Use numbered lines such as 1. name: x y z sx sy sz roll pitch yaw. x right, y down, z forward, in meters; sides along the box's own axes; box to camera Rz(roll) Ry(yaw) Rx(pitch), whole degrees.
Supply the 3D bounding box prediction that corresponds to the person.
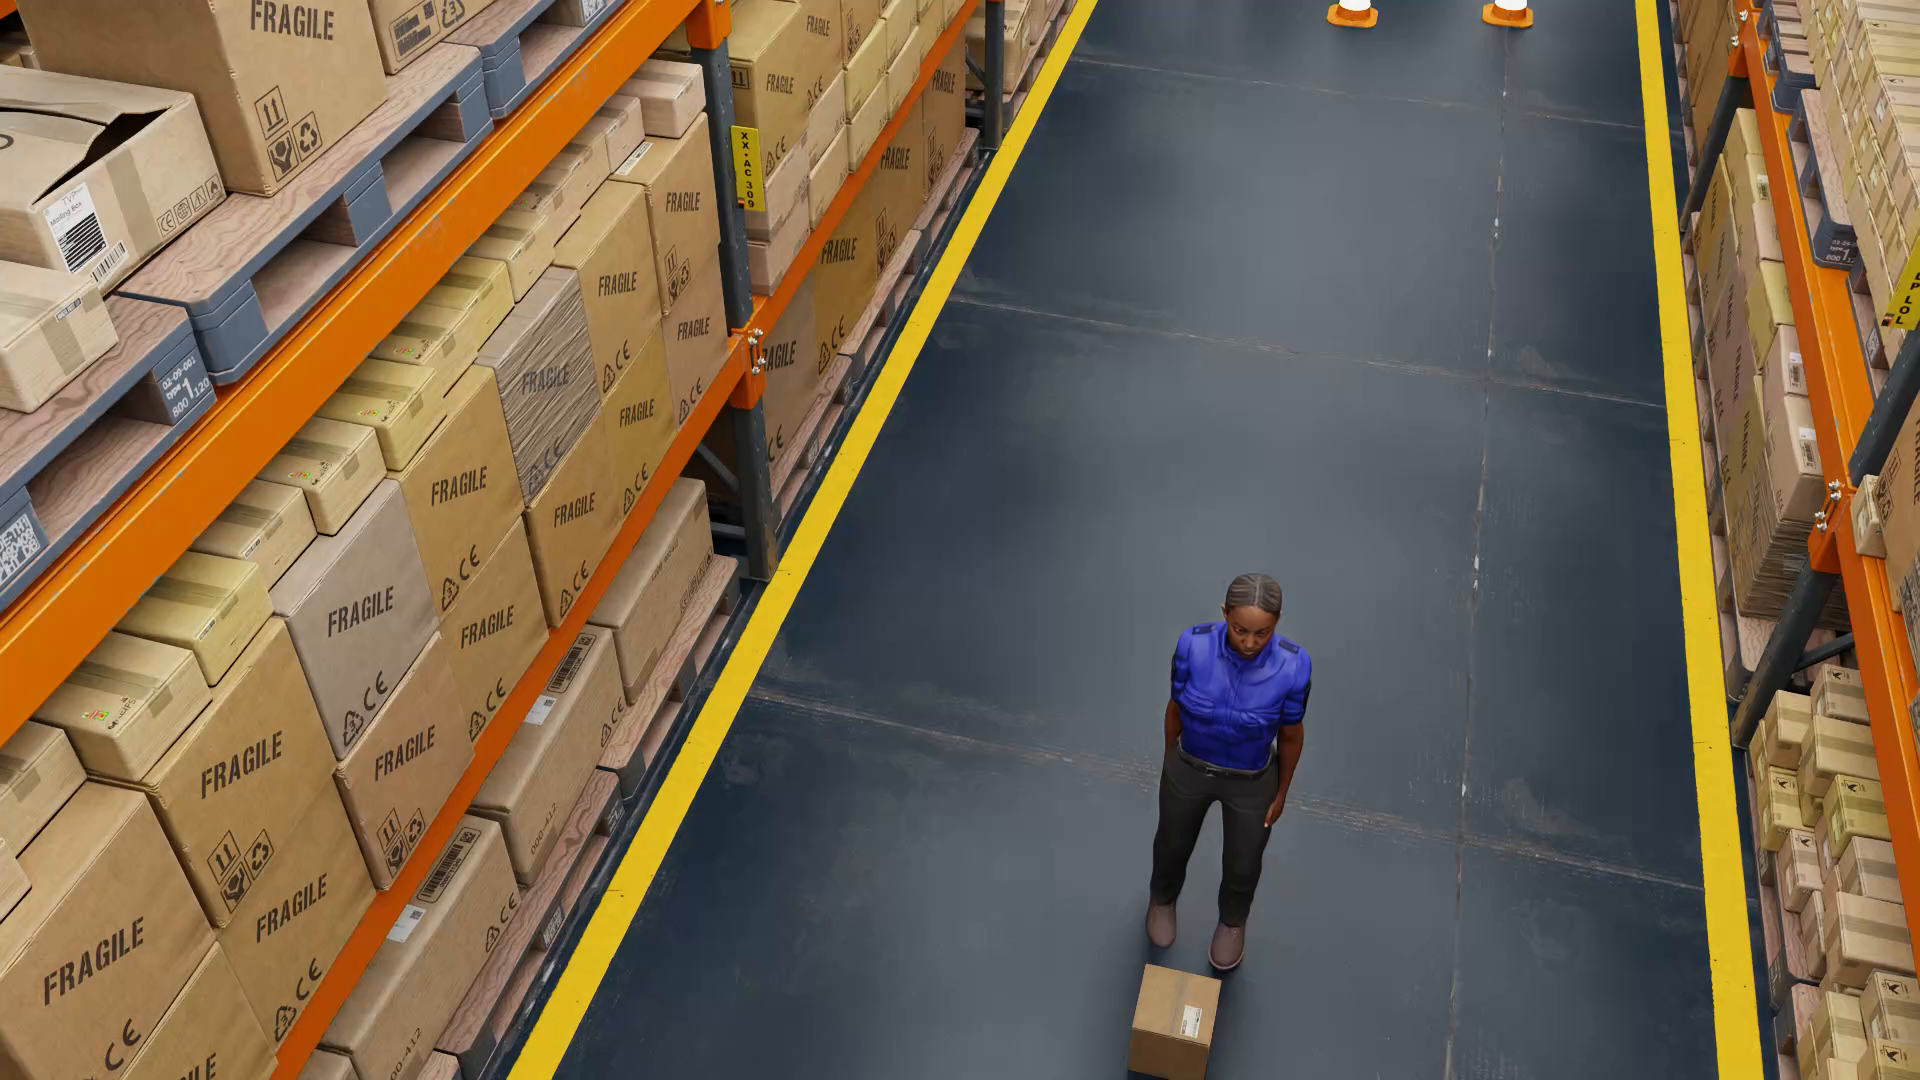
1. person: 0.849 0.756 5.318 0.436 1.675 0.322 11 42 12
